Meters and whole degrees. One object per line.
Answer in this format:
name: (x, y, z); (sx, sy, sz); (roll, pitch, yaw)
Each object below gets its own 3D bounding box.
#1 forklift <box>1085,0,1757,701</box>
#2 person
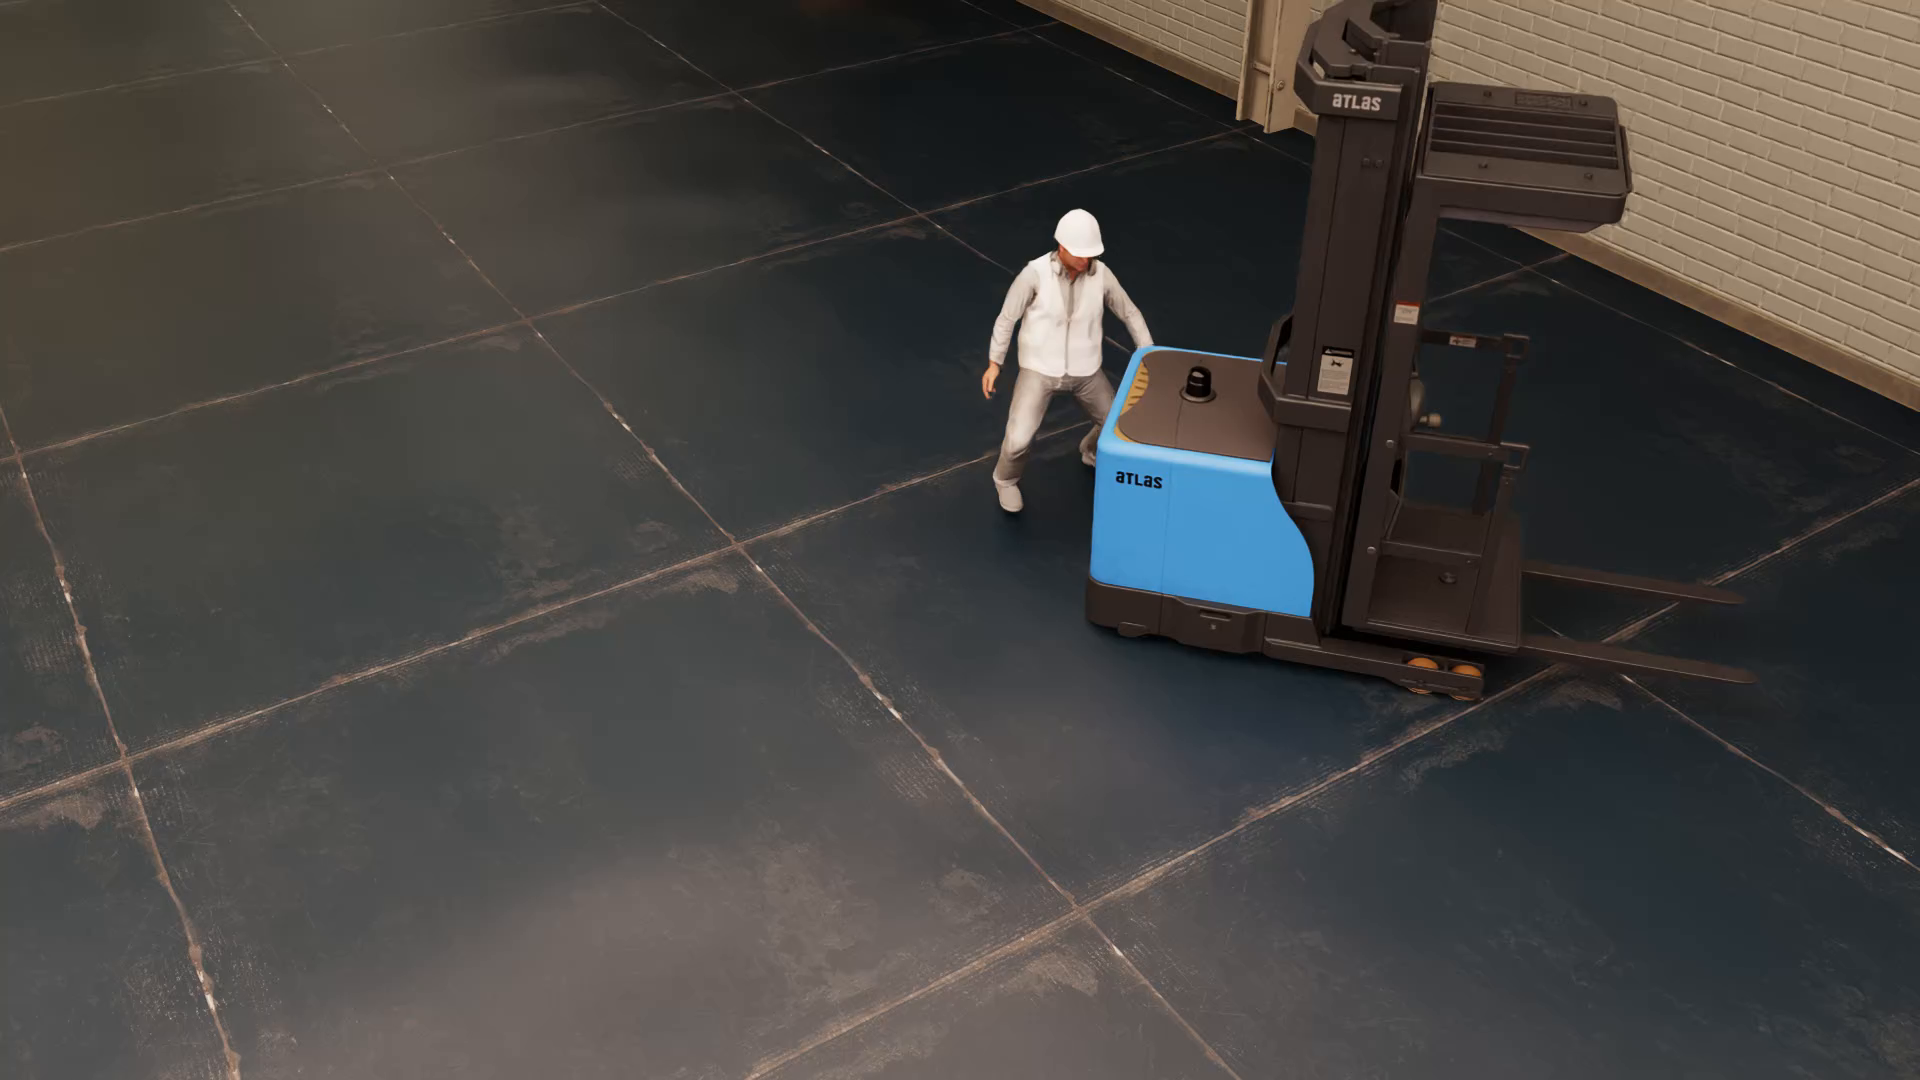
forklift: (2.182, -0.800, 7.286); (3.031, 2.935, 1.130); (9, 36, 13)
person: (0.574, -0.915, 8.604); (0.937, 1.651, 0.673); (-5, 35, -7)
